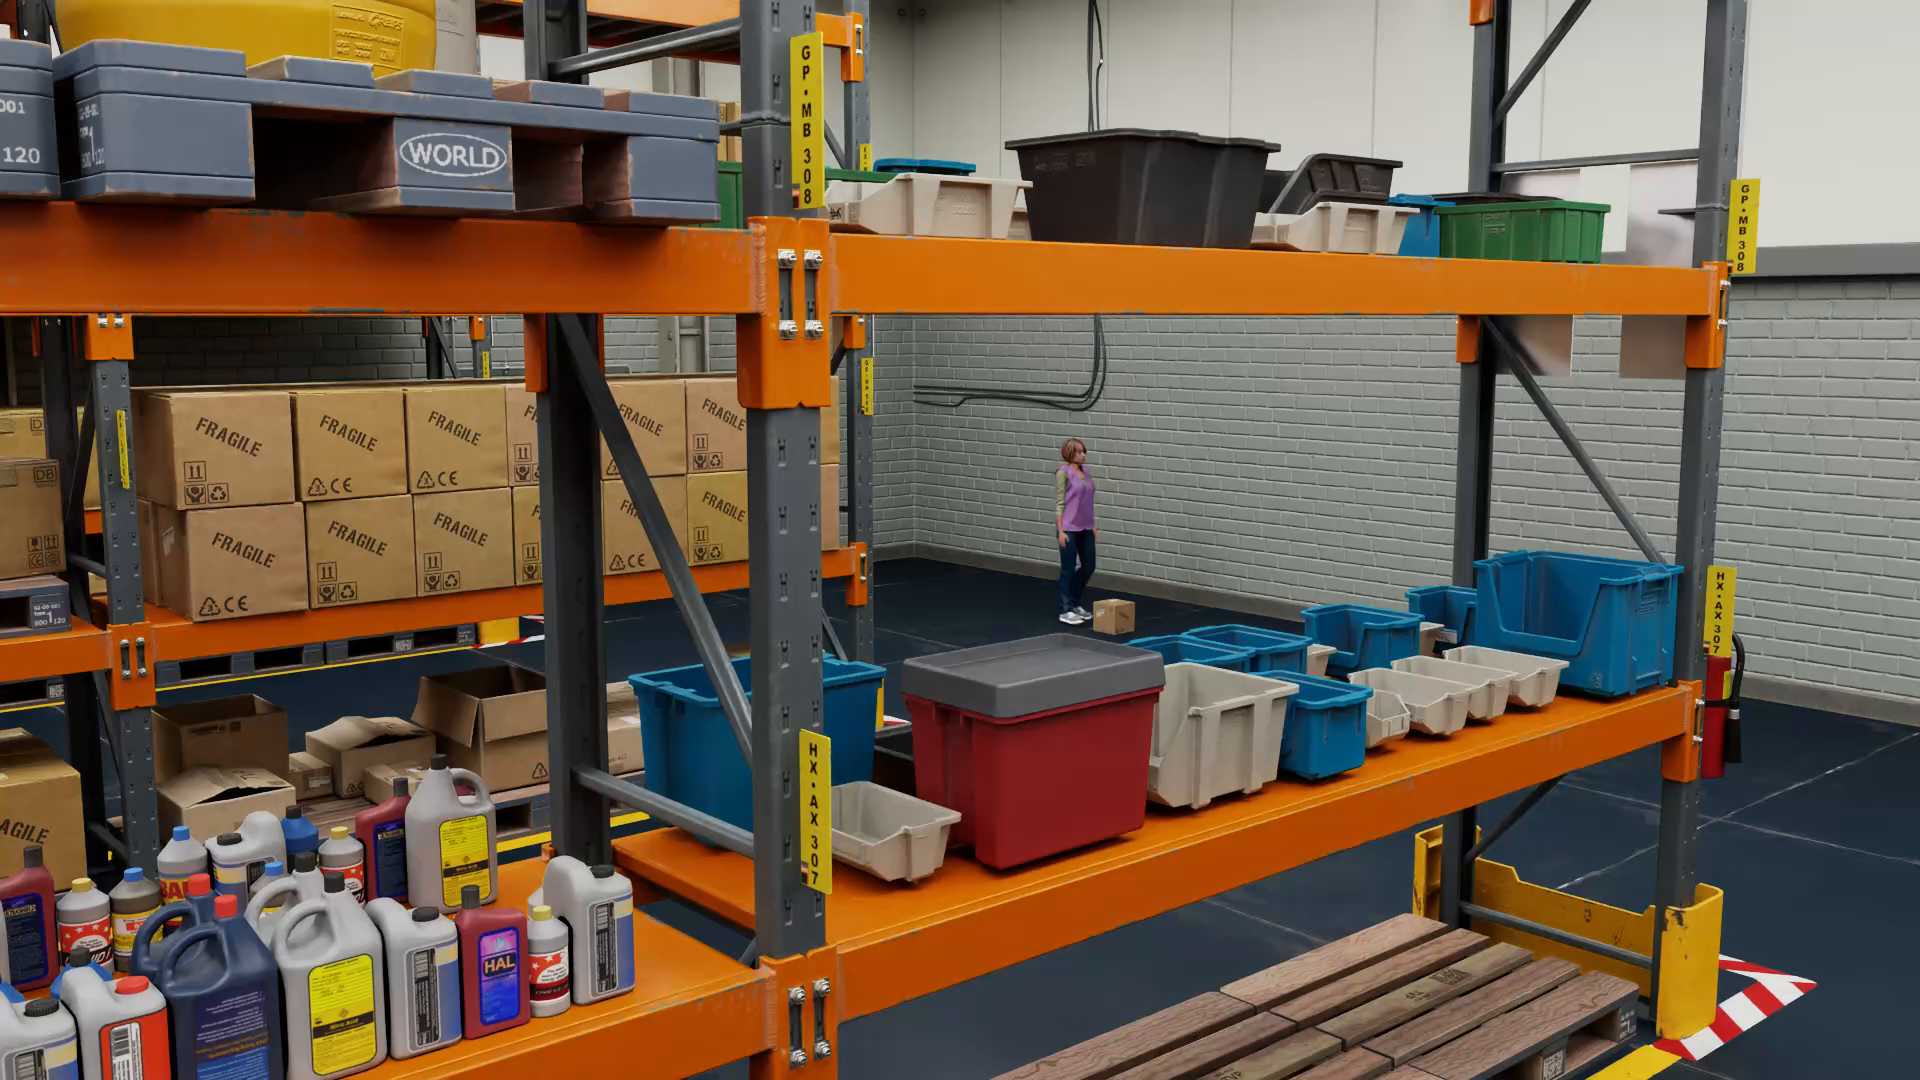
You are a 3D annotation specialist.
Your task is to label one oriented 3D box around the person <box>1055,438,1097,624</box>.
[{"bbox_3d":[0.991,-0.084,14.345,0.422,1.596,0.352,-6,10,-40],"label":"person"}]
